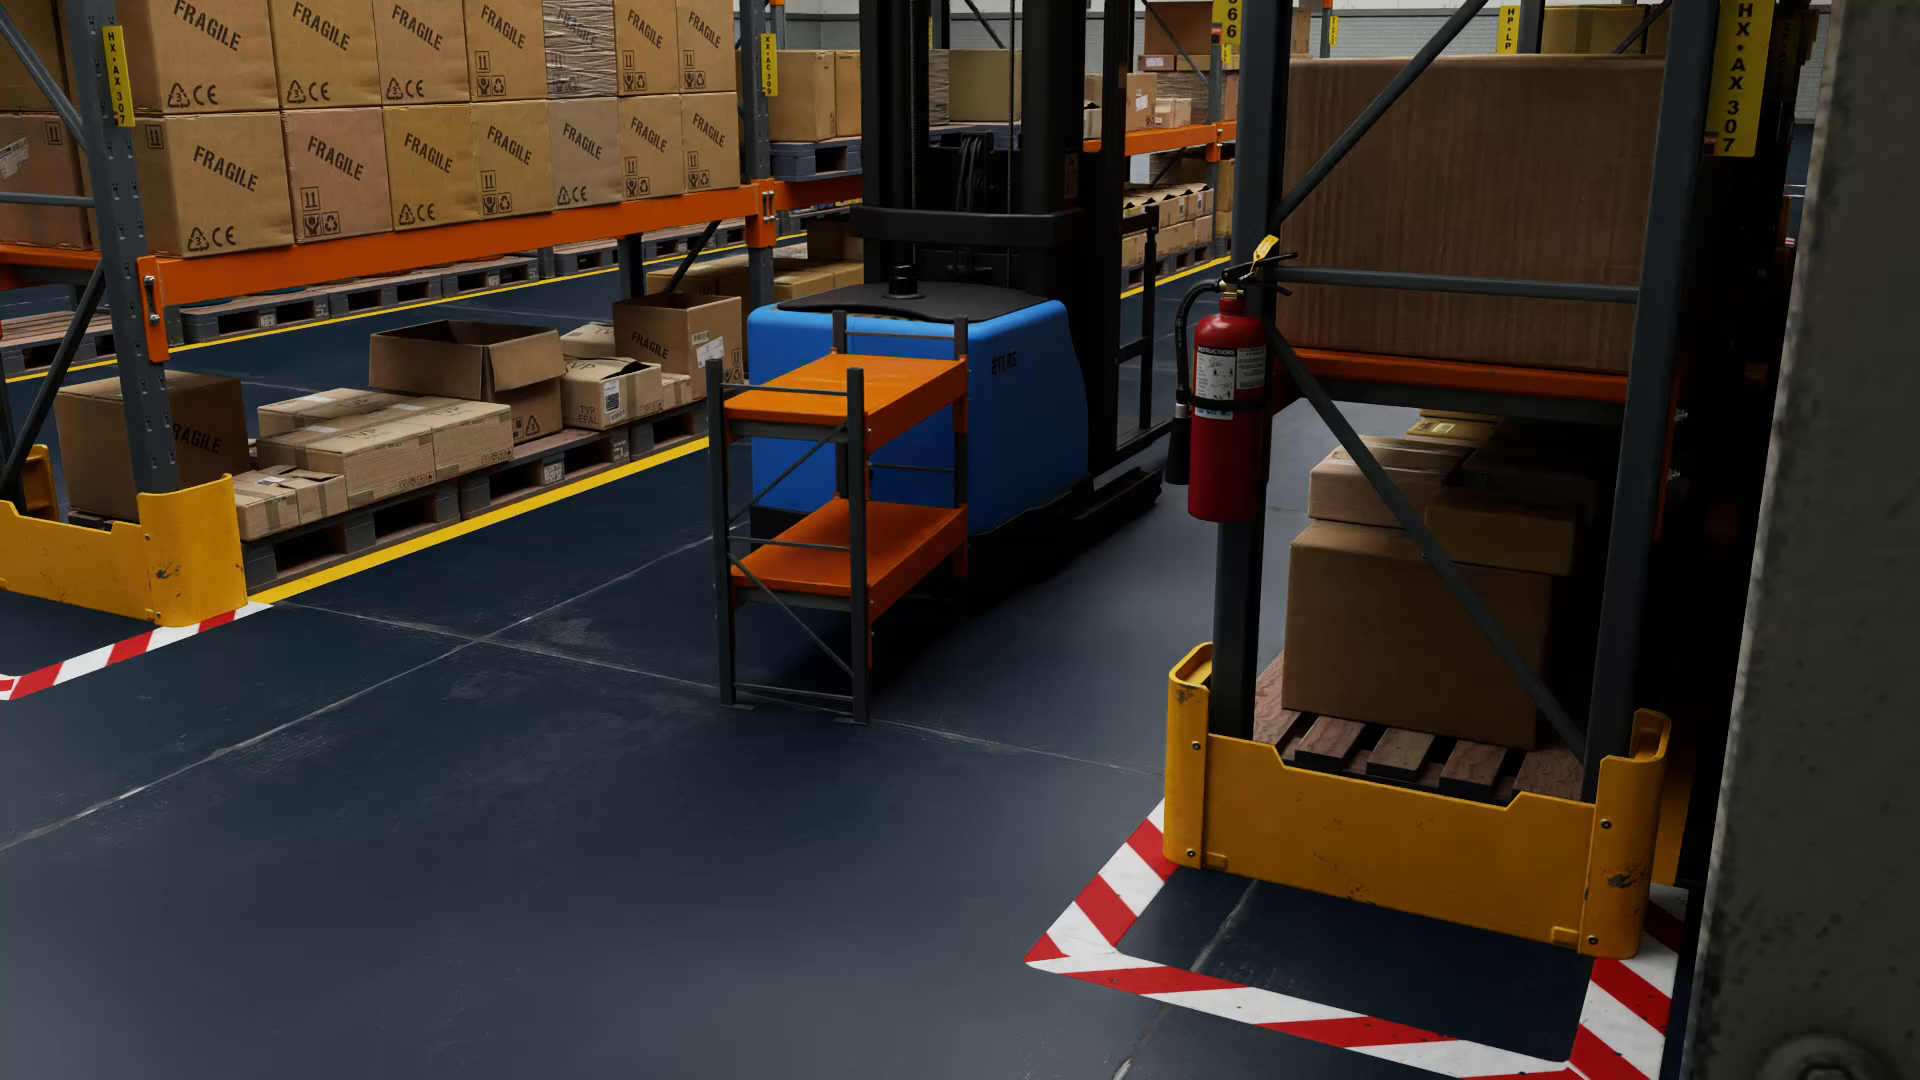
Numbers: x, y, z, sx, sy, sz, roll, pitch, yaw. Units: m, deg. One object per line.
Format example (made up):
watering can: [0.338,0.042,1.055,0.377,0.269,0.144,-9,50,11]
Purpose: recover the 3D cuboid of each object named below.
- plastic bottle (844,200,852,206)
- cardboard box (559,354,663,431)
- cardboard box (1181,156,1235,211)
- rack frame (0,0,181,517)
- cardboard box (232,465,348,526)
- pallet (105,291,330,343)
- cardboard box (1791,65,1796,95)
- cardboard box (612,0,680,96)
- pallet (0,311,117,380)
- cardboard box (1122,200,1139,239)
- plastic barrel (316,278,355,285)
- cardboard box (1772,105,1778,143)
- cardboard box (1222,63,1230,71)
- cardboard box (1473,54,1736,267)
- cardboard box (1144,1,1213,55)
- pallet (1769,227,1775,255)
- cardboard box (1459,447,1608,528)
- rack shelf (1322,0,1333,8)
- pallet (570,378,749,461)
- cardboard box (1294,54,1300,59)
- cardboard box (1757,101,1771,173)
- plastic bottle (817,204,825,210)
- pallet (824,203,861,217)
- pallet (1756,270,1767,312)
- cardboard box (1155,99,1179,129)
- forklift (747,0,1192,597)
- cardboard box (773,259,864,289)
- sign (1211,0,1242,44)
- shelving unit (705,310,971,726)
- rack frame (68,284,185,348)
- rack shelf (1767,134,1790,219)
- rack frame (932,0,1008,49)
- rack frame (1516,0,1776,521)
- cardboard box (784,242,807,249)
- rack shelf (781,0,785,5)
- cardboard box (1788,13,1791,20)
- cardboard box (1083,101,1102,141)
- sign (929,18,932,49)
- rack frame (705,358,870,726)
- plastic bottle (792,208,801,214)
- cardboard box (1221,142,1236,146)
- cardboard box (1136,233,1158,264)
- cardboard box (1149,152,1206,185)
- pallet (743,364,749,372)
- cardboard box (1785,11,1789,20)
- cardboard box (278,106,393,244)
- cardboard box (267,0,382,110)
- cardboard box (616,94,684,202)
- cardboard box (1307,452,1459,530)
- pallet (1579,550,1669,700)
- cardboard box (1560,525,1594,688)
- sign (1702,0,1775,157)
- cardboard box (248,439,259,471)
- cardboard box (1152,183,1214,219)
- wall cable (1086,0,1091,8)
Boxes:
plastic bottle: [-1.376,-4.149,19.712,0.144,0.351,0.185,8,18,25]
cardboard box: [-1.863,-0.779,8.438,0.500,0.311,0.500,8,18,25]
cardboard box: [2.535,-3.588,16.721,0.500,0.500,0.500,8,18,25]
rack frame: [-3.314,-1.211,5.941,1.000,3.000,0.127,8,18,25]
cardboard box: [-2.708,-0.190,6.708,0.380,0.166,0.250,8,18,25]
pallet: [-5.575,-1.715,12.537,1.003,0.211,1.213,8,18,25]
cardboard box: [8.248,-4.807,16.960,0.500,0.500,0.500,8,18,25]
cardboard box: [-1.748,-2.464,8.230,0.500,0.500,0.500,8,18,24]
pallet: [-6.251,-1.332,11.246,1.003,0.211,1.213,8,18,25]
cardboard box: [1.214,-2.761,14.267,0.500,0.311,0.500,8,18,24]
plastic barrel: [-5.050,-2.319,13.303,0.421,0.512,0.421,0,17,0]
cardboard box: [4.482,-2.538,9.679,0.500,0.500,0.500,8,18,25]
cardboard box: [2.453,-4.734,16.488,0.380,0.149,0.250,8,18,26]
cardboard box: [2.318,-1.423,6.128,0.980,0.700,0.700,8,18,24]
cardboard box: [2.240,-5.051,16.416,0.700,0.500,0.500,8,18,26]
pallet: [7.840,-3.098,17.194,1.003,0.211,1.213,8,18,25]
cardboard box: [1.691,-0.158,4.911,0.380,0.149,0.250,8,18,26]
rack shelf: [2.941,-5.870,17.623,1.077,0.370,4.000,8,18,25]
pallet: [-1.835,-0.718,9.180,1.003,0.211,1.213,8,18,25]
cardboard box: [3.605,-5.391,18.702,0.380,0.149,0.250,8,18,25]
cardboard box: [3.572,-2.019,7.931,0.500,0.500,0.500,8,18,26]
plastic bottle: [-1.650,-3.992,19.186,0.144,0.351,0.185,9,19,27]
pallet: [-1.501,-4.039,20.362,1.003,0.211,1.213,8,18,25]
pallet: [6.134,-2.103,13.842,1.003,0.211,1.213,8,18,25]
cardboard box: [1.819,-3.955,15.419,0.396,0.266,0.258,8,18,24]
forklift: [0.283,-1.565,7.255,1.130,2.935,3.031,8,18,26]
cardboard box: [-0.865,-1.472,10.437,0.500,0.500,0.500,8,18,26]
sign: [0.640,-1.322,3.868,0.100,0.325,0.005,8,18,25]
shelving unit: [-0.370,-0.123,5.571,0.538,1.125,1.048,5,17,17]
rack frame: [-5.957,-2.861,11.496,1.000,3.000,0.127,8,18,25]
rack shelf: [5.587,-2.784,12.501,1.077,0.370,4.000,8,18,25]
rack frame: [0.260,-3.248,12.802,1.000,3.000,0.127,8,18,25]
rack frame: [2.906,-1.600,7.253,1.000,3.000,0.127,8,18,25]
cardboard box: [-0.885,-1.787,11.498,0.500,0.500,0.500,7,18,24]
rack shelf: [-1.488,-6.501,19.748,1.077,0.370,4.000,8,18,25]
cardboard box: [4.488,-2.899,9.574,0.500,0.250,0.500,7,18,24]
cardboard box: [0.833,-3.409,13.498,0.500,0.311,0.500,8,18,25]
sign: [-0.238,-3.873,12.872,0.100,0.325,0.005,8,18,25]
rack frame: [-0.525,0.015,5.107,0.500,1.125,0.032,5,17,17]
plastic bottle: [-1.847,-3.827,18.768,0.097,0.271,0.097,0,17,0]
cardboard box: [3.175,-4.293,19.093,0.500,0.500,0.500,8,18,25]
cardboard box: [1.437,-2.620,14.776,0.500,0.250,0.500,9,19,26]
cardboard box: [2.293,-3.782,17.372,0.500,0.500,0.500,8,18,25]
pallet: [-1.197,-1.105,10.482,1.003,0.211,1.213,8,18,25]
cardboard box: [4.256,-2.768,9.136,0.500,0.250,0.500,8,18,24]
cardboard box: [-2.654,-1.470,6.639,0.500,0.500,0.500,8,18,25]
cardboard box: [-2.653,-1.951,6.504,0.500,0.500,0.500,8,18,26]
cardboard box: [-1.750,-1.986,8.376,0.500,0.500,0.500,9,19,27]
cardboard box: [1.237,-0.142,4.857,0.380,0.149,0.250,8,18,25]
pallet: [1.953,0.232,5.981,1.003,0.211,1.213,8,18,25]
cardboard box: [1.566,0.097,5.191,0.700,0.500,0.500,8,18,25]
sign: [1.613,-0.962,3.445,0.100,0.325,0.005,8,18,25]
cardboard box: [-3.030,-0.325,7.162,0.380,0.166,0.250,8,18,25]
cardboard box: [2.123,-3.280,16.014,0.500,0.311,0.500,8,18,25]
wall cable: [4.940,-19.894,52.335,2.305,6.003,0.169,8,18,25]
